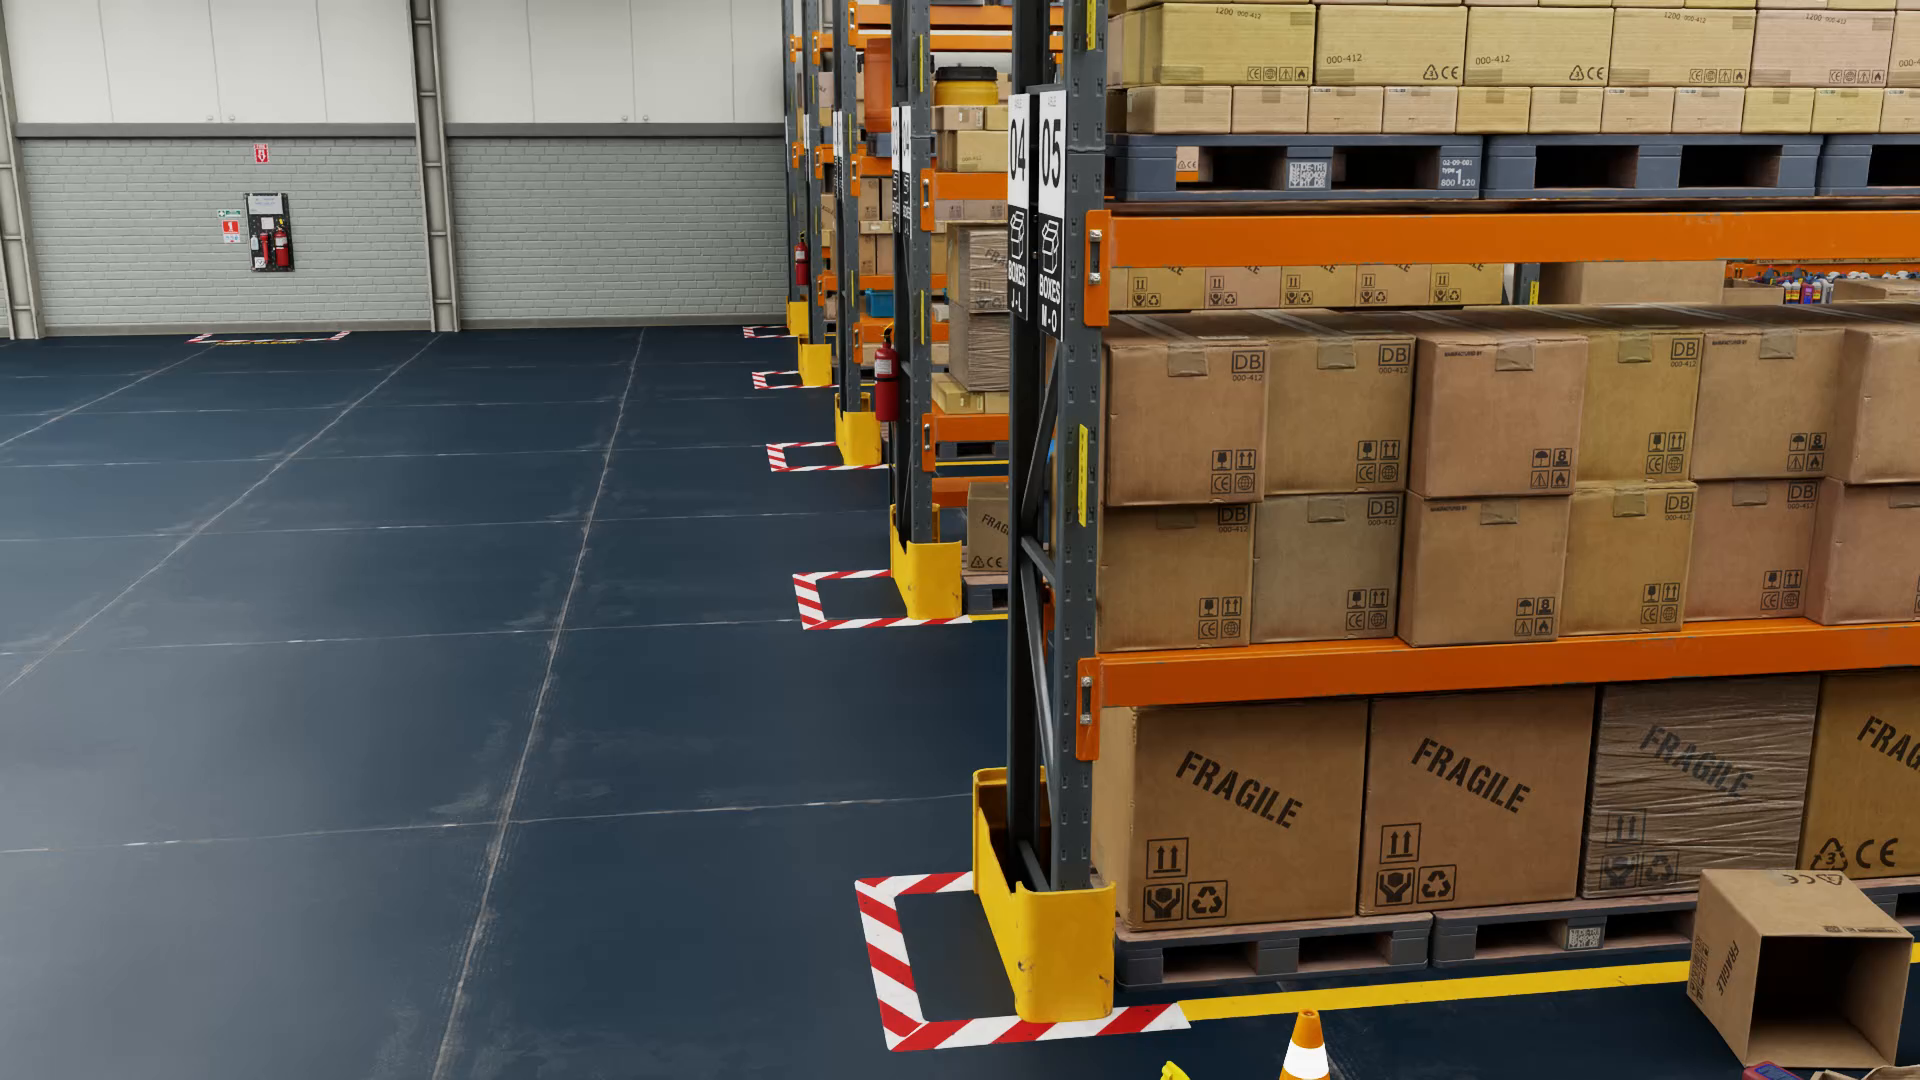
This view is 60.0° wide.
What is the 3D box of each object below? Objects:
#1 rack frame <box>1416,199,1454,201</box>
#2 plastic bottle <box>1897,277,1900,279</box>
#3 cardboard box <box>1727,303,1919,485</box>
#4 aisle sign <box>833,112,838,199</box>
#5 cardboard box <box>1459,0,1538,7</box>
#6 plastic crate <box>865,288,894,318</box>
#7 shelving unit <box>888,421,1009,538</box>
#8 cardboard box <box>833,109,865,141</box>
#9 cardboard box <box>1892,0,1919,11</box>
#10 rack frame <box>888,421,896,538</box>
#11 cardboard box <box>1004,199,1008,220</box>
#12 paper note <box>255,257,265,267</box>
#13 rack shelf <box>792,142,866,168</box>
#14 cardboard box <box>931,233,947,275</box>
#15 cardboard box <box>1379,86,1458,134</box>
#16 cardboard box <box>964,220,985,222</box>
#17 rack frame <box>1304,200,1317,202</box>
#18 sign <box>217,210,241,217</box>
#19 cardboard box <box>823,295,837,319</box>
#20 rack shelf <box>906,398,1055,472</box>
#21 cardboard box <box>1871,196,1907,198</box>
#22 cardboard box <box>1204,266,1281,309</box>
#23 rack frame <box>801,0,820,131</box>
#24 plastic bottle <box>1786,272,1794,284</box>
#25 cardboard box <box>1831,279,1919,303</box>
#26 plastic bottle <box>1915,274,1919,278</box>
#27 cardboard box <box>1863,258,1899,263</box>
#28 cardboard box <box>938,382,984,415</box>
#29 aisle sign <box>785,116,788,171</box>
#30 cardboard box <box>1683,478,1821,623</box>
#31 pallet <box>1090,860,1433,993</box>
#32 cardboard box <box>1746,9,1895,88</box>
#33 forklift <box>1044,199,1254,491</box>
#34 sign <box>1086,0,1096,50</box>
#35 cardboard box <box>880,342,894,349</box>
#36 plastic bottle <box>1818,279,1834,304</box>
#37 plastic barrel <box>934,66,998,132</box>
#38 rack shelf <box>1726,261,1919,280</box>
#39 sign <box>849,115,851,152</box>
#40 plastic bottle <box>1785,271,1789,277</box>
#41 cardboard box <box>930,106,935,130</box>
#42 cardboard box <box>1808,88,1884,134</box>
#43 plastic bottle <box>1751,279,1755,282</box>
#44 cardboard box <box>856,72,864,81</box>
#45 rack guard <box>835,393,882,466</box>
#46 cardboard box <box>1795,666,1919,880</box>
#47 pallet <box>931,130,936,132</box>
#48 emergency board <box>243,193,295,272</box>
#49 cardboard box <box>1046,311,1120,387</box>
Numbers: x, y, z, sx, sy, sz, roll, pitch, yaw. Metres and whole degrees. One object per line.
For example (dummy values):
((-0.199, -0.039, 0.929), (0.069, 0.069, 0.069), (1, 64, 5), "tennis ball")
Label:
((6.125, -3.756, 21.534), (0.127, 3.000, 1.000), (-2, 14, -8), "rack frame")
((9.577, -2.553, 17.000), (0.097, 0.271, 0.097), (0, 14, 0), "plastic bottle")
((3.385, -0.575, 6.321), (0.550, 0.550, 0.875), (-2, 14, -8), "cardboard box")
((-1.166, -3.605, 15.585), (0.004, 0.787, 0.394), (-2, 14, -8), "aisle sign")
((1.709, -1.831, 5.498), (0.250, 0.149, 0.380), (-2, 14, -9), "cardboard box")
((-0.601, -2.293, 16.004), (0.616, 0.251, 0.499), (-2, 14, -8), "plastic crate")
((0.007, -0.546, 12.586), (1.048, 1.125, 0.538), (-2, 14, -8), "shelving unit")
((-1.623, -6.134, 24.601), (0.500, 0.500, 0.500), (-1, 14, -5), "cardboard box")
((3.221, -1.887, 5.721), (0.250, 0.149, 0.380), (-2, 14, -7), "cardboard box")
((-0.496, -0.527, 12.513), (0.032, 1.125, 0.500), (-2, 14, -8), "rack frame")
((0.737, -4.235, 20.570), (0.500, 0.500, 0.700), (-2, 14, -8), "cardboard box")
((-10.531, -4.176, 25.020), (0.142, 0.148, 0.016), (-2, 14, -8), "paper note")
((-0.549, -5.836, 25.140), (4.000, 0.370, 1.077), (-2, 14, -8), "rack shelf")
((-0.311, -3.566, 20.568), (0.500, 0.500, 0.700), (-2, 14, -8), "cardboard box")
((1.463, -1.435, 5.559), (0.250, 0.149, 0.380), (-2, 14, -8), "cardboard box")
((0.155, -3.848, 20.358), (0.250, 0.149, 0.380), (-2, 14, -8), "cardboard box")
((5.384, -4.948, 26.285), (0.127, 3.000, 1.000), (-2, 14, -8), "rack frame")
((-10.902, -4.871, 24.814), (0.331, 0.109, 0.001), (-2, 14, -8), "sign")
((-1.829, -3.571, 25.416), (0.500, 0.311, 0.500), (-4, 15, -15), "cardboard box")
((1.665, -0.807, 11.252), (4.000, 0.370, 1.077), (-2, 14, -8), "rack shelf")
((12.118, -4.441, 22.001), (0.500, 0.500, 0.500), (-2, 14, -7), "cardboard box")
((1.754, -1.770, 10.741), (0.500, 0.500, 0.500), (-2, 14, -8), "cardboard box")
((-1.785, -6.376, 19.648), (0.127, 3.000, 1.000), (-2, 14, -8), "rack frame")
((8.650, -2.664, 17.417), (0.133, 0.283, 0.061), (-2, 14, -8), "plastic bottle")
((6.532, -1.552, 11.676), (0.500, 0.500, 0.700), (0, 14, 0), "cardboard box")
((9.772, -2.567, 16.893), (0.185, 0.351, 0.144), (-2, 14, -8), "plastic bottle")
((12.129, -3.959, 22.134), (0.500, 0.500, 0.500), (-2, 14, -9), "cardboard box")
((0.004, -0.915, 10.719), (0.250, 0.149, 0.380), (-2, 14, -8), "cardboard box")
((-2.553, -5.844, 24.514), (0.004, 0.787, 0.394), (-2, 14, -8), "aisle sign")
((2.826, -0.072, 6.533), (0.550, 0.550, 0.875), (-2, 14, -8), "cardboard box")
((1.105, 1.418, 6.634), (1.213, 0.211, 1.003), (-2, 14, -8), "pallet")
((2.838, -1.695, 5.775), (0.500, 0.250, 0.500), (-2, 14, -9), "cardboard box")
((1.871, -2.018, 14.744), (1.130, 2.935, 3.031), (11, 18, 38), "forklift")
((0.403, -1.670, 5.090), (0.005, 0.325, 0.100), (-2, 14, -8), "sign")
((-0.728, -2.321, 20.601), (0.500, 0.250, 0.500), (-2, 14, -8), "cardboard box")
((8.707, -2.493, 16.750), (0.135, 0.276, 0.152), (-2, 14, -8), "plastic bottle")
((0.057, -4.097, 15.474), (0.600, 0.588, 0.600), (0, 14, 0), "plastic barrel")
((12.058, -3.625, 22.489), (4.000, 0.370, 1.077), (-2, 14, -8), "rack shelf")
((-0.973, -3.602, 14.732), (0.005, 0.325, 0.100), (-2, 14, -8), "sign")
((8.641, -2.678, 17.475), (0.133, 0.283, 0.061), (-2, 14, -8), "plastic bottle")
((-0.085, -2.744, 10.820), (0.250, 0.149, 0.380), (-2, 14, -8), "cardboard box")
((2.964, -1.490, 5.778), (0.250, 0.149, 0.380), (-2, 14, -7), "cardboard box")
((7.933, -2.457, 16.592), (0.133, 0.283, 0.061), (-2, 14, -8), "plastic bottle")
((-1.606, -6.618, 24.474), (0.500, 0.500, 0.500), (-2, 14, -9), "cardboard box")
((-0.983, -1.077, 15.987), (0.348, 0.500, 1.175), (-2, 14, -8), "rack guard")
((3.649, 0.801, 6.866), (0.875, 0.875, 0.875), (-2, 14, -7), "cardboard box")
((0.127, -4.943, 20.281), (1.213, 0.211, 1.003), (-2, 14, -8), "pallet")
((-10.346, -4.594, 24.872), (0.643, 1.169, 0.194), (-2, 14, -8), "emergency board")
((0.711, -1.337, 11.068), (0.500, 0.500, 0.875), (-2, 14, -8), "cardboard box")
